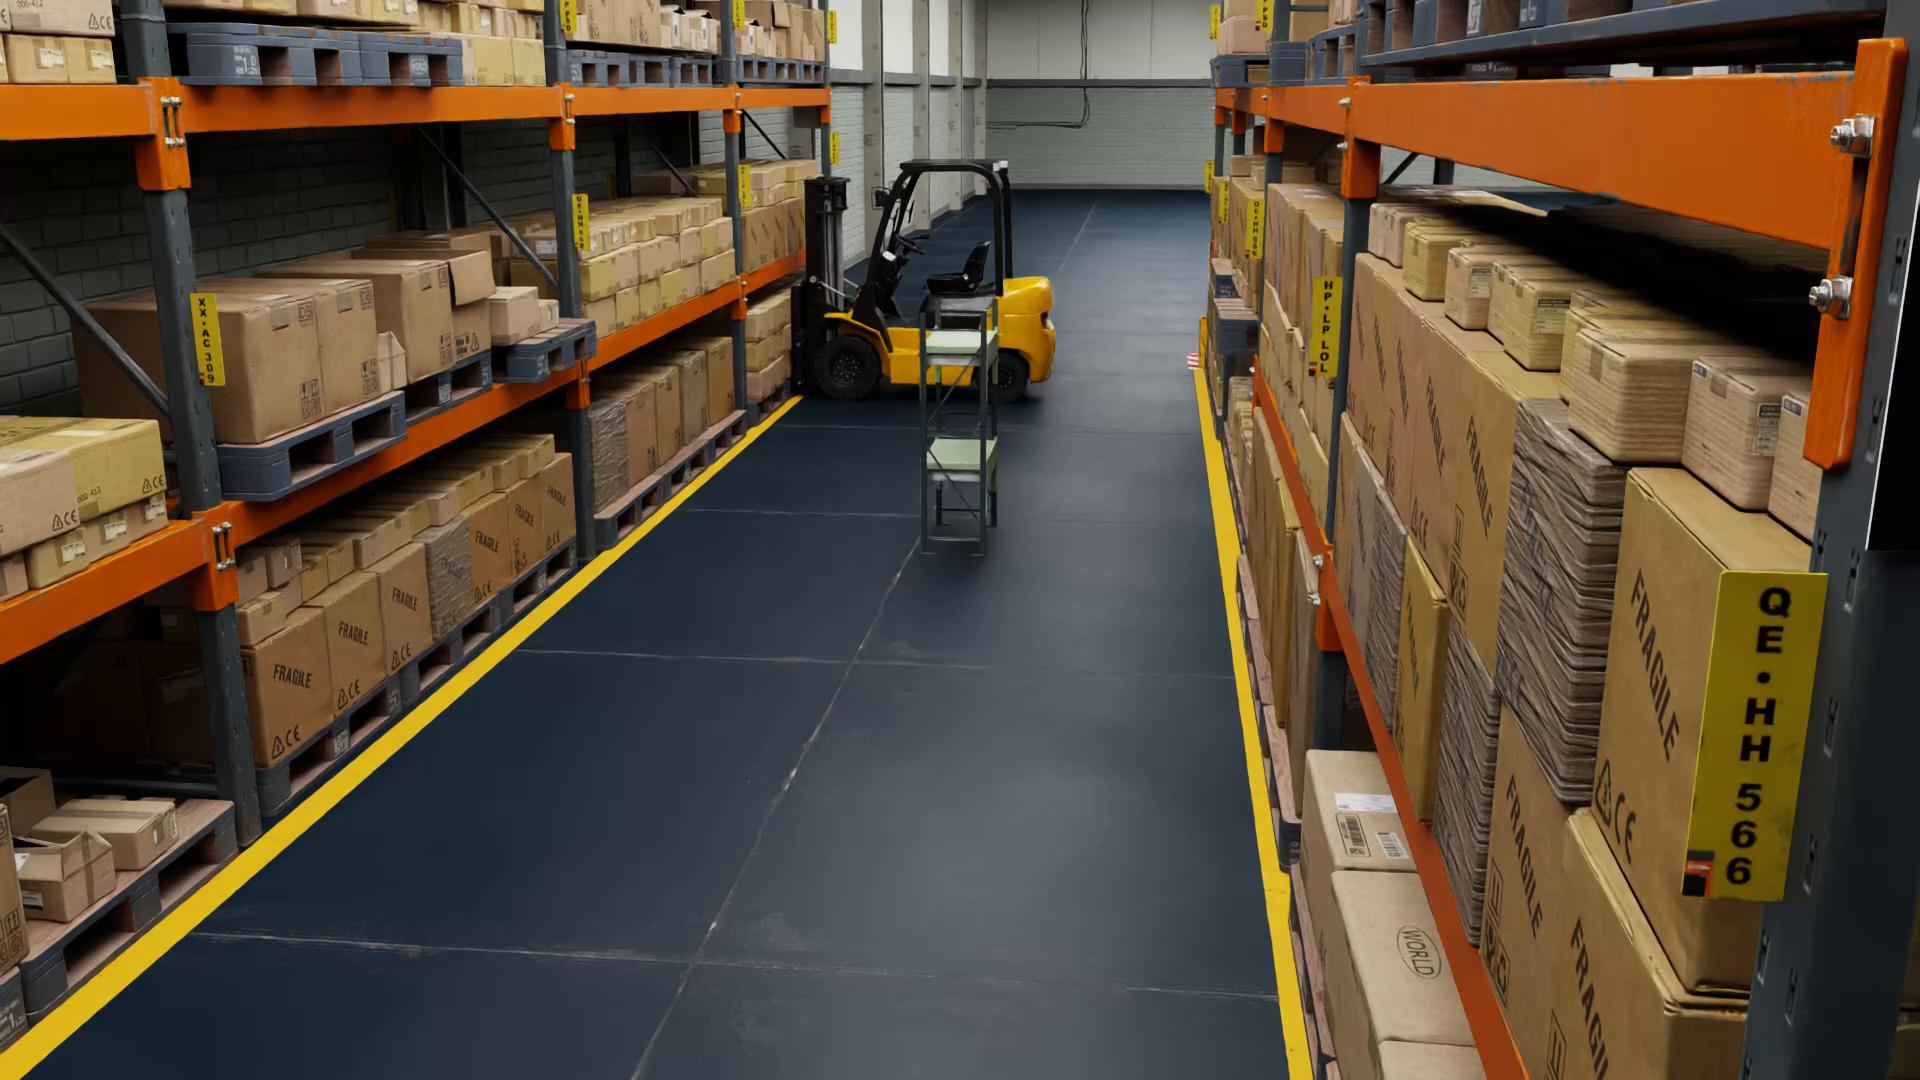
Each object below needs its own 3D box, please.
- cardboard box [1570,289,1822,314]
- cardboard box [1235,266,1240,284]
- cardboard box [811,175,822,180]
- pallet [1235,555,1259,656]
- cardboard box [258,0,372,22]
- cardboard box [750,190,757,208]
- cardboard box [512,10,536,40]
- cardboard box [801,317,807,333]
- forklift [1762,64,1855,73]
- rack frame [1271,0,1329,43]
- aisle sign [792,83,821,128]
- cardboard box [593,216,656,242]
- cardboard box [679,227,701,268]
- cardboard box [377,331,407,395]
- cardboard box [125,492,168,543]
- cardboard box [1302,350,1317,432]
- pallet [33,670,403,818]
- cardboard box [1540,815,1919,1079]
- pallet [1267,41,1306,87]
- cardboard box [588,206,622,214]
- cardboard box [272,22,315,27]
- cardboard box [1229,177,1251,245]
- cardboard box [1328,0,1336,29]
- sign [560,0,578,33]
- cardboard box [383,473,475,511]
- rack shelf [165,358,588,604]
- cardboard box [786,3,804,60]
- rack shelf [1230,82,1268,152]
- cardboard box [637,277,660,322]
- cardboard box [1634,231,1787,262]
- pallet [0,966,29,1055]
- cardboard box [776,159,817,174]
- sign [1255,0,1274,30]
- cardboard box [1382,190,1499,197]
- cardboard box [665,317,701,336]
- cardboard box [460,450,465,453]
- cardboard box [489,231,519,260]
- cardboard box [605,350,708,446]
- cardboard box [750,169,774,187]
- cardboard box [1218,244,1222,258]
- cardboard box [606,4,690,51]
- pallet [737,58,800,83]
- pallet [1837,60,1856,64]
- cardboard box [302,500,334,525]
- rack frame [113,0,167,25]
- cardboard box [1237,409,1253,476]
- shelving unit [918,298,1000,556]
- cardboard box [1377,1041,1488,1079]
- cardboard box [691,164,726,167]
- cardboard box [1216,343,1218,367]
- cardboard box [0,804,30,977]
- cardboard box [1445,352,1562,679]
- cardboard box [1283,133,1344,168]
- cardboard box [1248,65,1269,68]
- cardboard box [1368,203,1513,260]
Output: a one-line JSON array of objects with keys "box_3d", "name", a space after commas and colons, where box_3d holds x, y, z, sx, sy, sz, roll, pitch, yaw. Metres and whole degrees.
[{"box_3d": [1.242, -0.329, 2.783, 0.380, 0.149, 0.250, 2, 15, 6], "name": "cardboard box"}, {"box_3d": [2.084, -1.843, 11.408, 0.380, 0.149, 0.250, 2, 15, 8], "name": "cardboard box"}, {"box_3d": [-1.606, -3.611, 16.837, 0.380, 0.149, 0.250, 2, 15, 7], "name": "cardboard box"}, {"box_3d": [2.020, 0.353, 8.952, 1.003, 0.211, 1.213, 2, 15, 6], "name": "pallet"}, {"box_3d": [-2.658, -2.212, 6.833, 0.380, 0.149, 0.250, 2, 15, 6], "name": "cardboard box"}, {"box_3d": [-1.970, -2.950, 14.391, 0.380, 0.149, 0.250, 2, 15, 6], "name": "cardboard box"}, {"box_3d": [-2.549, -2.810, 9.083, 0.380, 0.149, 0.250, 2, 15, 7], "name": "cardboard box"}, {"box_3d": [-1.755, -2.003, 15.827, 0.500, 0.250, 0.500, 2, 15, 6], "name": "cardboard box"}, {"box_3d": [5.583, -1.472, 10.489, 3.031, 2.935, 1.130, -1, 15, -2], "name": "forklift"}, {"box_3d": [2.184, -4.091, 8.553, 1.000, 3.000, 0.127, 2, 15, 6], "name": "rack frame"}, {"box_3d": [-1.547, -4.679, 17.238, 0.394, 0.787, 0.004, 2, 15, 6], "name": "aisle sign"}, {"box_3d": [-2.285, -2.111, 11.288, 0.380, 0.149, 0.250, 2, 15, 7], "name": "cardboard box"}, {"box_3d": [-2.213, -2.146, 12.181, 0.500, 0.250, 0.500, 2, 15, 7], "name": "cardboard box"}, {"box_3d": [-2.662, -0.790, 7.290, 0.396, 0.266, 0.258, 2, 15, 9], "name": "cardboard box"}, {"box_3d": [-2.985, -0.092, 5.736, 0.380, 0.149, 0.250, 2, 15, 7], "name": "cardboard box"}, {"box_3d": [1.590, -0.578, 6.383, 0.500, 0.250, 0.500, 2, 15, 8], "name": "cardboard box"}, {"box_3d": [-3.146, 0.831, 7.185, 1.003, 0.211, 1.213, 2, 15, 6], "name": "pallet"}, {"box_3d": [1.073, 0.698, 2.141, 0.500, 0.500, 0.500, 2, 15, 7], "name": "cardboard box"}, {"box_3d": [2.164, -2.384, 8.346, 1.213, 0.211, 1.003, 2, 15, 9], "name": "pallet"}, {"box_3d": [-2.723, -2.391, 12.324, 0.380, 0.149, 0.250, 2, 15, 6], "name": "cardboard box"}, {"box_3d": [-3.113, -2.364, 7.396, 0.380, 0.149, 0.250, 2, 15, 7], "name": "cardboard box"}, {"box_3d": [2.242, -2.384, 12.167, 0.500, 0.500, 0.500, 2, 15, 6], "name": "cardboard box"}, {"box_3d": [2.291, -2.794, 8.498, 0.797, 0.503, 0.637, 1, 15, 3], "name": "cardboard box"}, {"box_3d": [-2.210, -3.022, 9.353, 0.100, 0.325, 0.005, 2, 15, 6], "name": "sign"}, {"box_3d": [-2.729, -0.244, 8.558, 0.380, 0.149, 0.250, 1, 15, 5], "name": "cardboard box"}, {"box_3d": [-2.974, -0.475, 8.049, 1.077, 0.370, 4.000, 2, 15, 6], "name": "rack shelf"}, {"box_3d": [-1.868, -4.778, 15.651, 0.700, 0.500, 0.500, 2, 15, 7], "name": "cardboard box"}, {"box_3d": [2.410, -2.815, 10.957, 1.077, 0.370, 4.000, 2, 15, 6], "name": "rack shelf"}, {"box_3d": [-2.343, -1.640, 11.268, 0.500, 0.250, 0.500, 1, 15, 4], "name": "cardboard box"}, {"box_3d": [1.835, -0.651, 3.973, 0.380, 0.149, 0.250, 2, 15, 6], "name": "cardboard box"}, {"box_3d": [-3.413, 1.539, 4.568, 1.003, 0.211, 1.213, 2, 15, 6], "name": "pallet"}, {"box_3d": [-1.677, -3.821, 17.043, 0.380, 0.149, 0.250, 2, 15, 6], "name": "cardboard box"}, {"box_3d": [1.645, -2.909, 8.938, 0.100, 0.325, 0.005, 2, 15, 6], "name": "sign"}, {"box_3d": [2.336, -1.451, 8.175, 0.500, 0.500, 0.500, 2, 15, 7], "name": "cardboard box"}, {"box_3d": [-2.434, -1.869, 14.376, 0.500, 0.250, 0.500, 2, 15, 7], "name": "cardboard box"}, {"box_3d": [-3.075, -0.236, 9.771, 0.500, 0.500, 0.500, 2, 15, 8], "name": "cardboard box"}, {"box_3d": [-2.913, -1.792, 10.109, 0.380, 0.149, 0.250, 2, 15, 8], "name": "cardboard box"}, {"box_3d": [-2.440, -1.098, 12.720, 0.875, 0.625, 0.625, 2, 15, 6], "name": "cardboard box"}, {"box_3d": [-1.873, -3.226, 14.840, 0.380, 0.149, 0.250, 1, 15, 5], "name": "cardboard box"}, {"box_3d": [2.532, -2.601, 15.015, 0.380, 0.149, 0.250, 2, 15, 7], "name": "cardboard box"}, {"box_3d": [-2.223, -3.640, 11.805, 0.500, 0.311, 0.500, 1, 15, 4], "name": "cardboard box"}, {"box_3d": [-2.086, -4.321, 15.318, 1.003, 0.211, 1.213, 2, 15, 6], "name": "pallet"}, {"box_3d": [7.668, -3.730, 13.134, 1.003, 0.211, 1.213, 2, 15, 6], "name": "pallet"}, {"box_3d": [-3.282, -0.118, 8.093, 0.380, 0.149, 0.250, 1, 15, 4], "name": "cardboard box"}, {"box_3d": [-3.200, -3.199, 5.253, 1.000, 3.000, 0.127, 2, 15, 6], "name": "rack frame"}, {"box_3d": [2.424, -0.664, 11.600, 0.950, 0.372, 0.625, 2, 15, 8], "name": "cardboard box"}, {"box_3d": [0.001, -0.726, 10.473, 0.431, 1.500, 0.755, 2, 15, 6], "name": "shelving unit"}, {"box_3d": [1.351, 1.502, 3.465, 0.875, 0.438, 0.875, 2, 15, 8], "name": "cardboard box"}, {"box_3d": [-2.350, -3.506, 15.877, 0.380, 0.149, 0.250, 1, 15, 5], "name": "cardboard box"}, {"box_3d": [2.491, -1.763, 14.464, 0.500, 0.500, 0.500, 2, 15, 7], "name": "cardboard box"}, {"box_3d": [-3.236, 1.093, 4.859, 0.700, 0.500, 0.500, 1, 15, 4], "name": "cardboard box"}, {"box_3d": [1.188, -0.048, 2.986, 0.500, 0.500, 0.500, 2, 15, 6], "name": "cardboard box"}, {"box_3d": [2.900, -3.015, 13.389, 0.700, 0.500, 0.500, 2, 15, 6], "name": "cardboard box"}, {"box_3d": [2.418, -3.875, 13.216, 0.500, 0.250, 0.500, 2, 15, 6], "name": "cardboard box"}, {"box_3d": [1.439, -0.928, 4.996, 0.380, 0.149, 0.250, 1, 15, 5], "name": "cardboard box"}]
